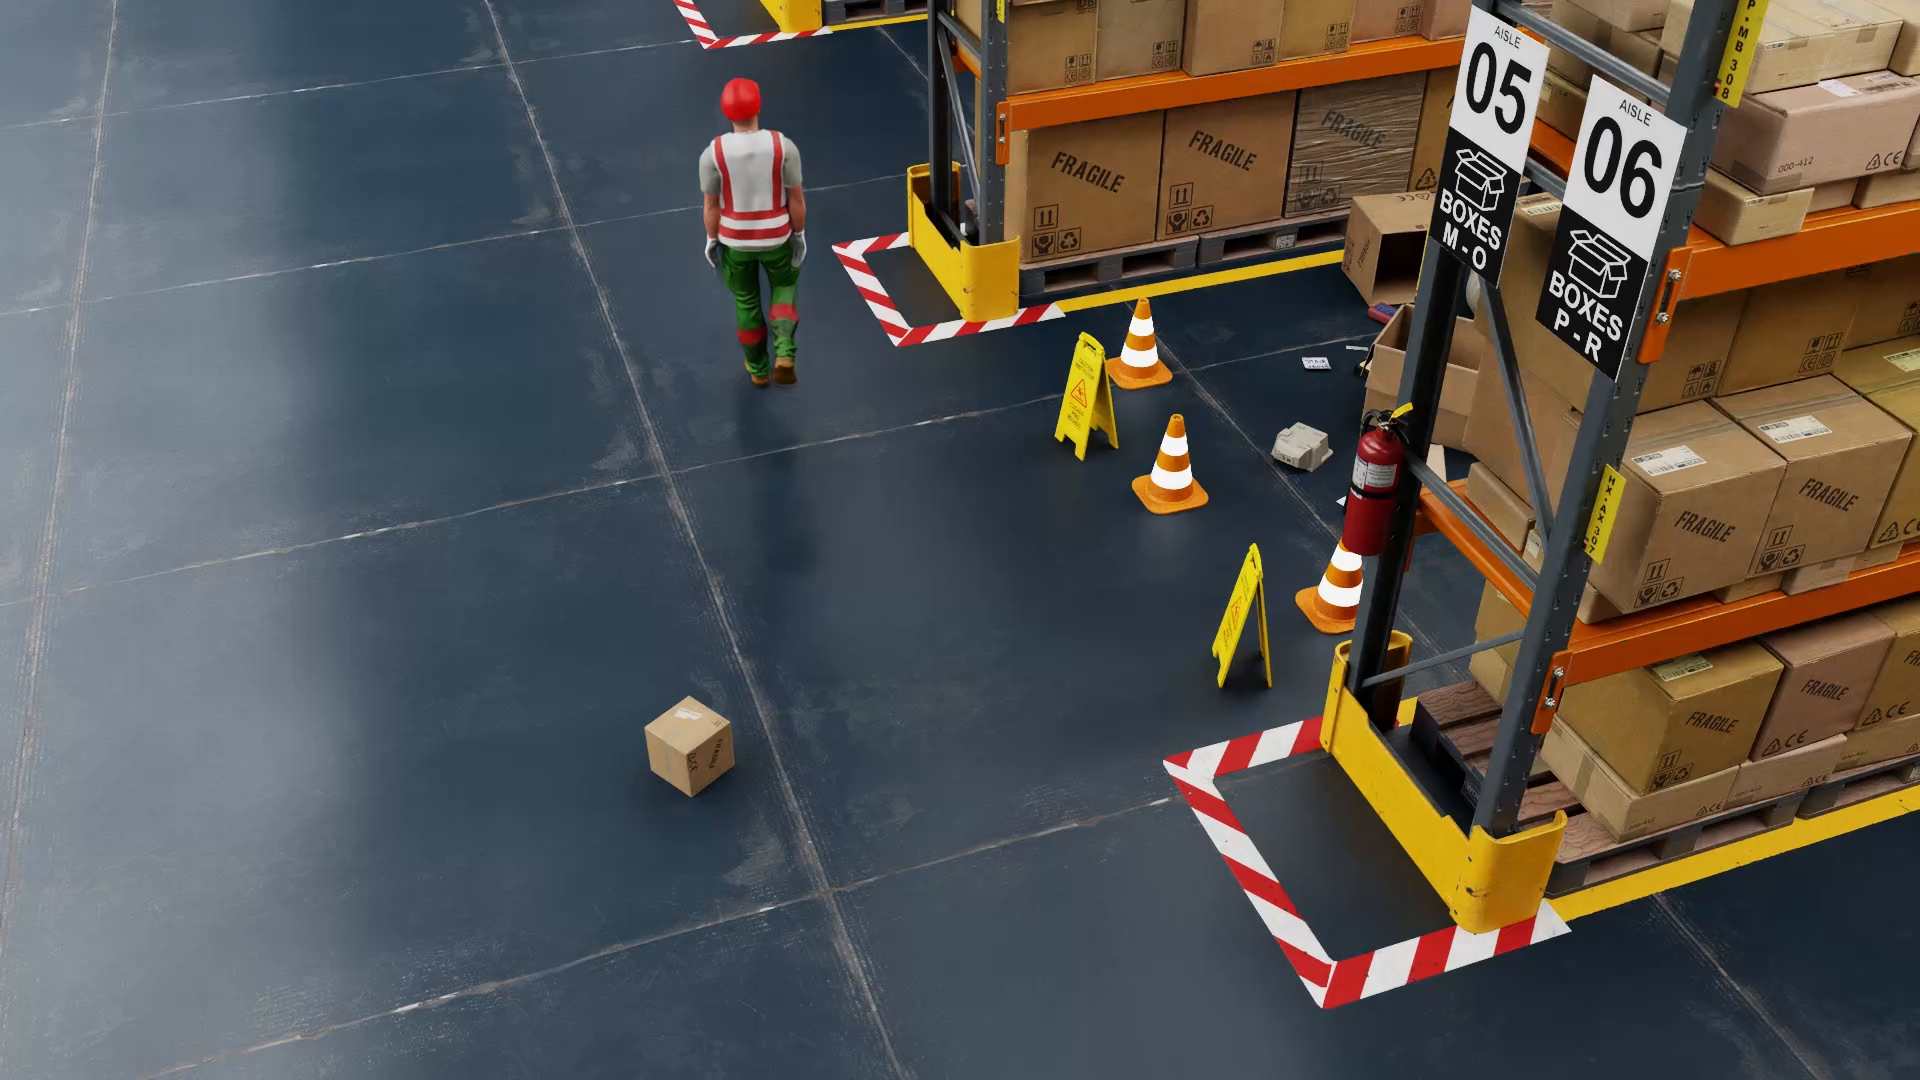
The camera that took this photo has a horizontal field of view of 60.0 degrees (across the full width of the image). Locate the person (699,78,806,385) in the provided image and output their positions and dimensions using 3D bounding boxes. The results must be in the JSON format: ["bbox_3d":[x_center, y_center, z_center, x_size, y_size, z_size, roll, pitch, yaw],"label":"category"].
[{"bbox_3d":[-1.080,-1.589,8.809,0.542,1.778,0.550,-6,38,-8],"label":"person"}]
